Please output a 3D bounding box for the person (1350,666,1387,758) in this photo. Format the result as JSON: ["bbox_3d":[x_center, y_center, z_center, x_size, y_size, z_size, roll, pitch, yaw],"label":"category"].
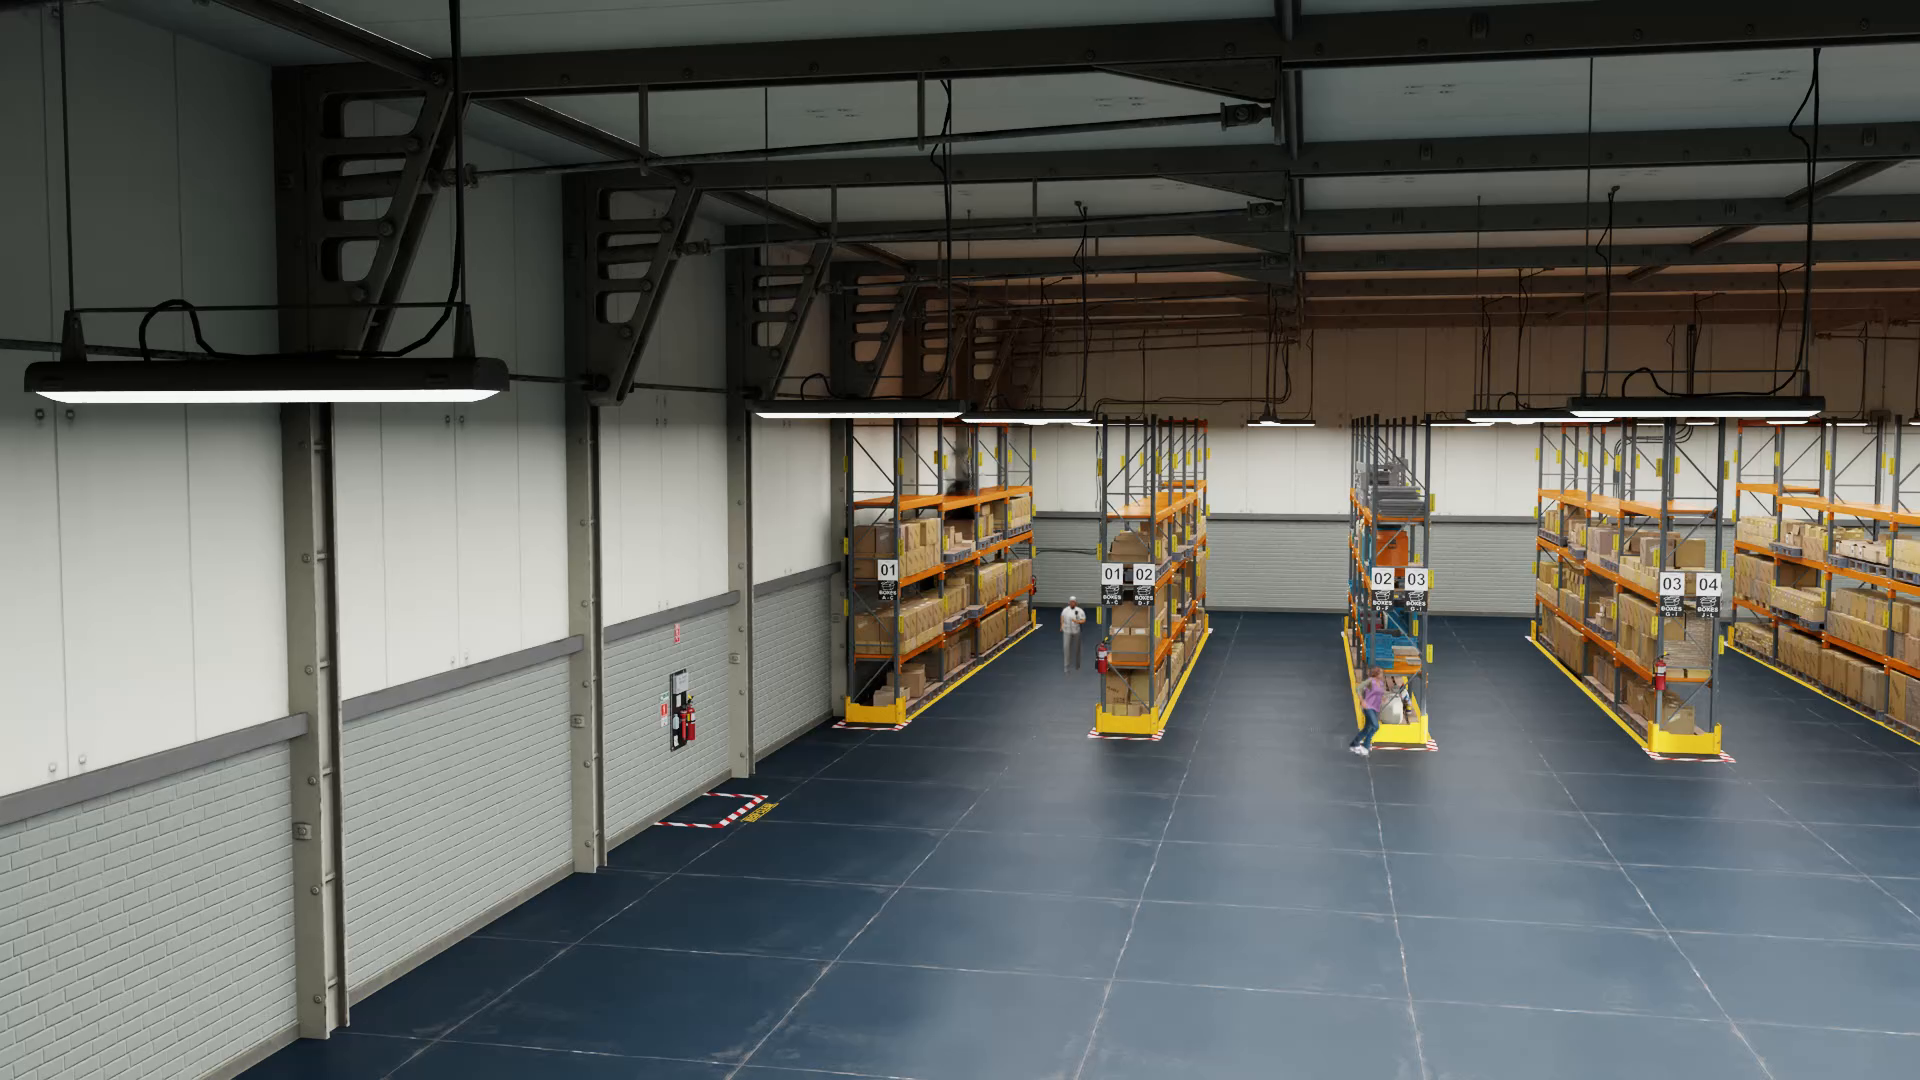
[{"bbox_3d":[7.210,3.012,29.277,0.633,1.576,0.619,4,5,45],"label":"person"}]

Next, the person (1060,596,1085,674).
[{"bbox_3d":[2.525,2.112,37.355,0.594,1.695,0.818,1,4,11],"label":"person"}]
